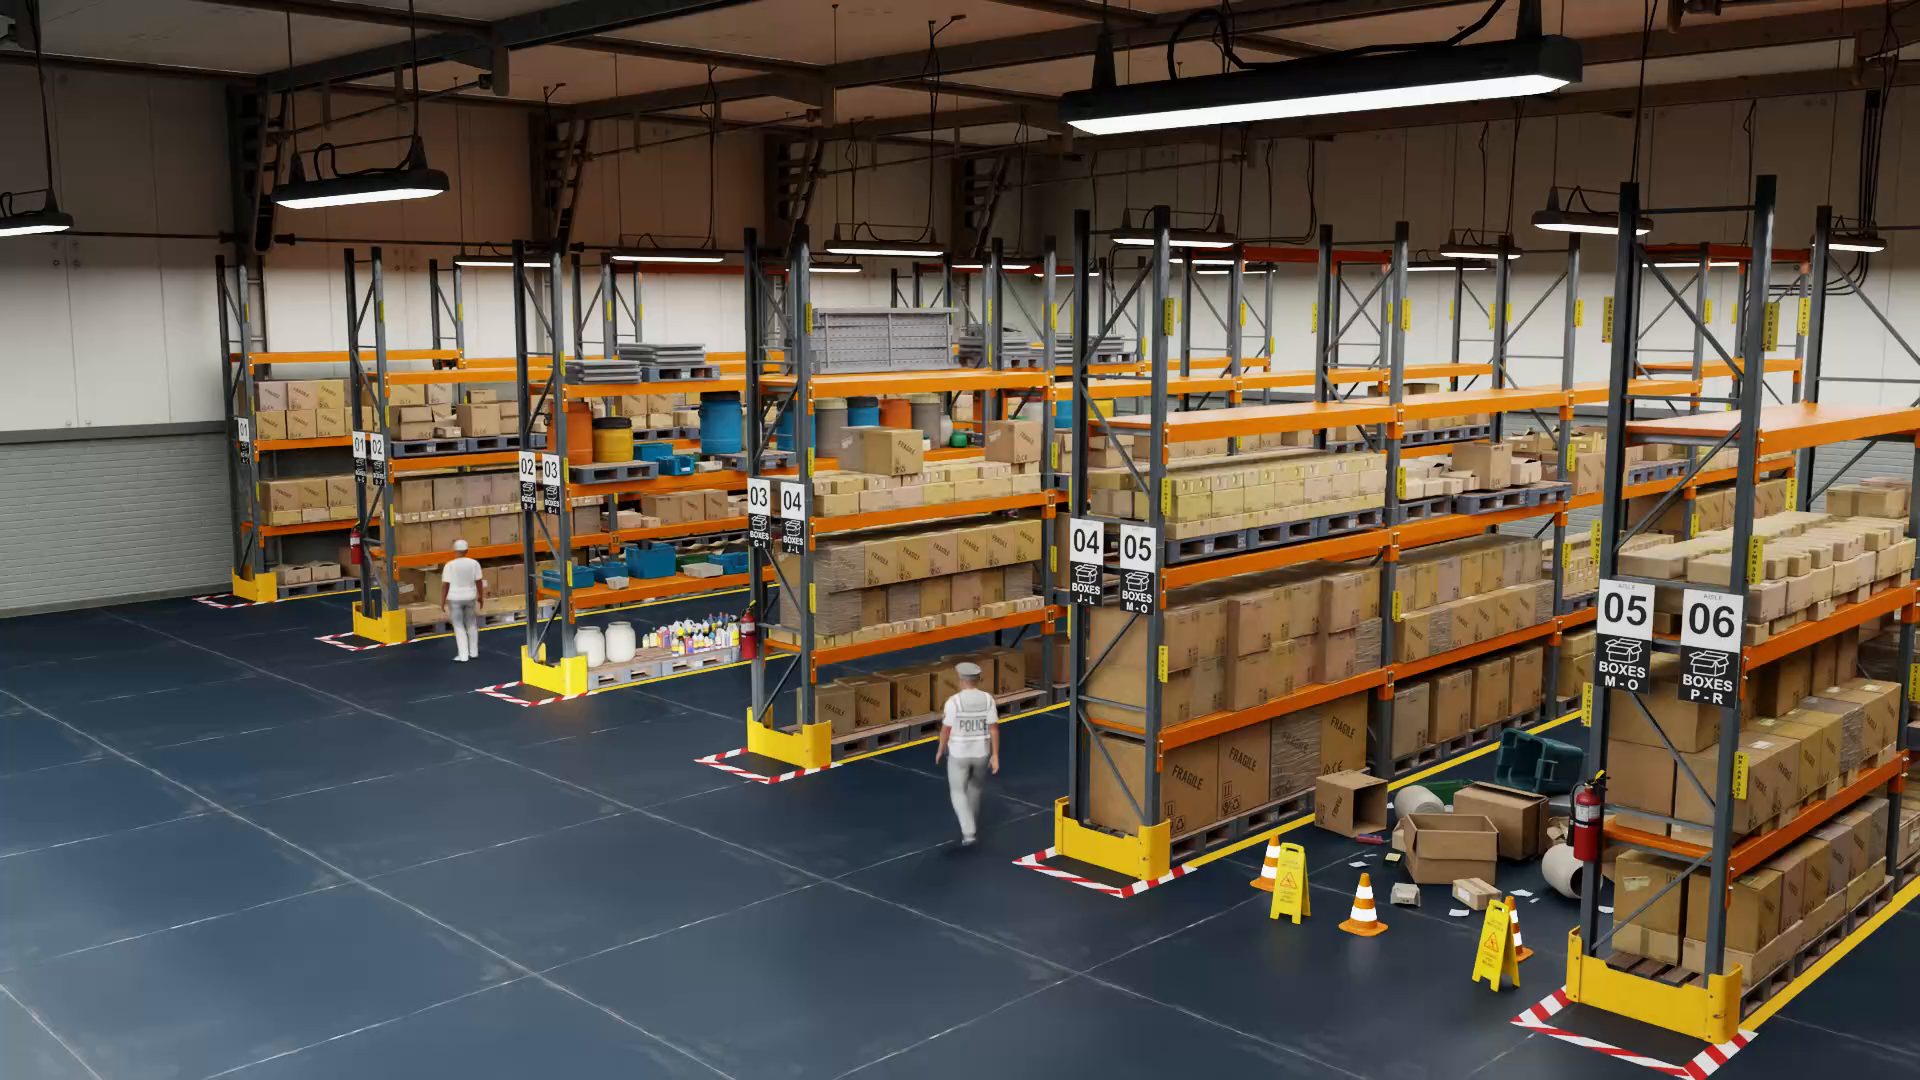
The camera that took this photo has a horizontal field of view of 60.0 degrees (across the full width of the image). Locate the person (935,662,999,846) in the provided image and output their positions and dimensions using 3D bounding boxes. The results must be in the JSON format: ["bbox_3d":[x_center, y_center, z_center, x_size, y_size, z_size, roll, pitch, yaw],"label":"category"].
[{"bbox_3d":[0.074,2.045,16.033,0.570,1.719,1.018,-3,8,-18],"label":"person"}]

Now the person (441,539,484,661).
[{"bbox_3d":[-7.270,0.865,24.204,0.630,1.776,0.533,-7,11,-41],"label":"person"}]
